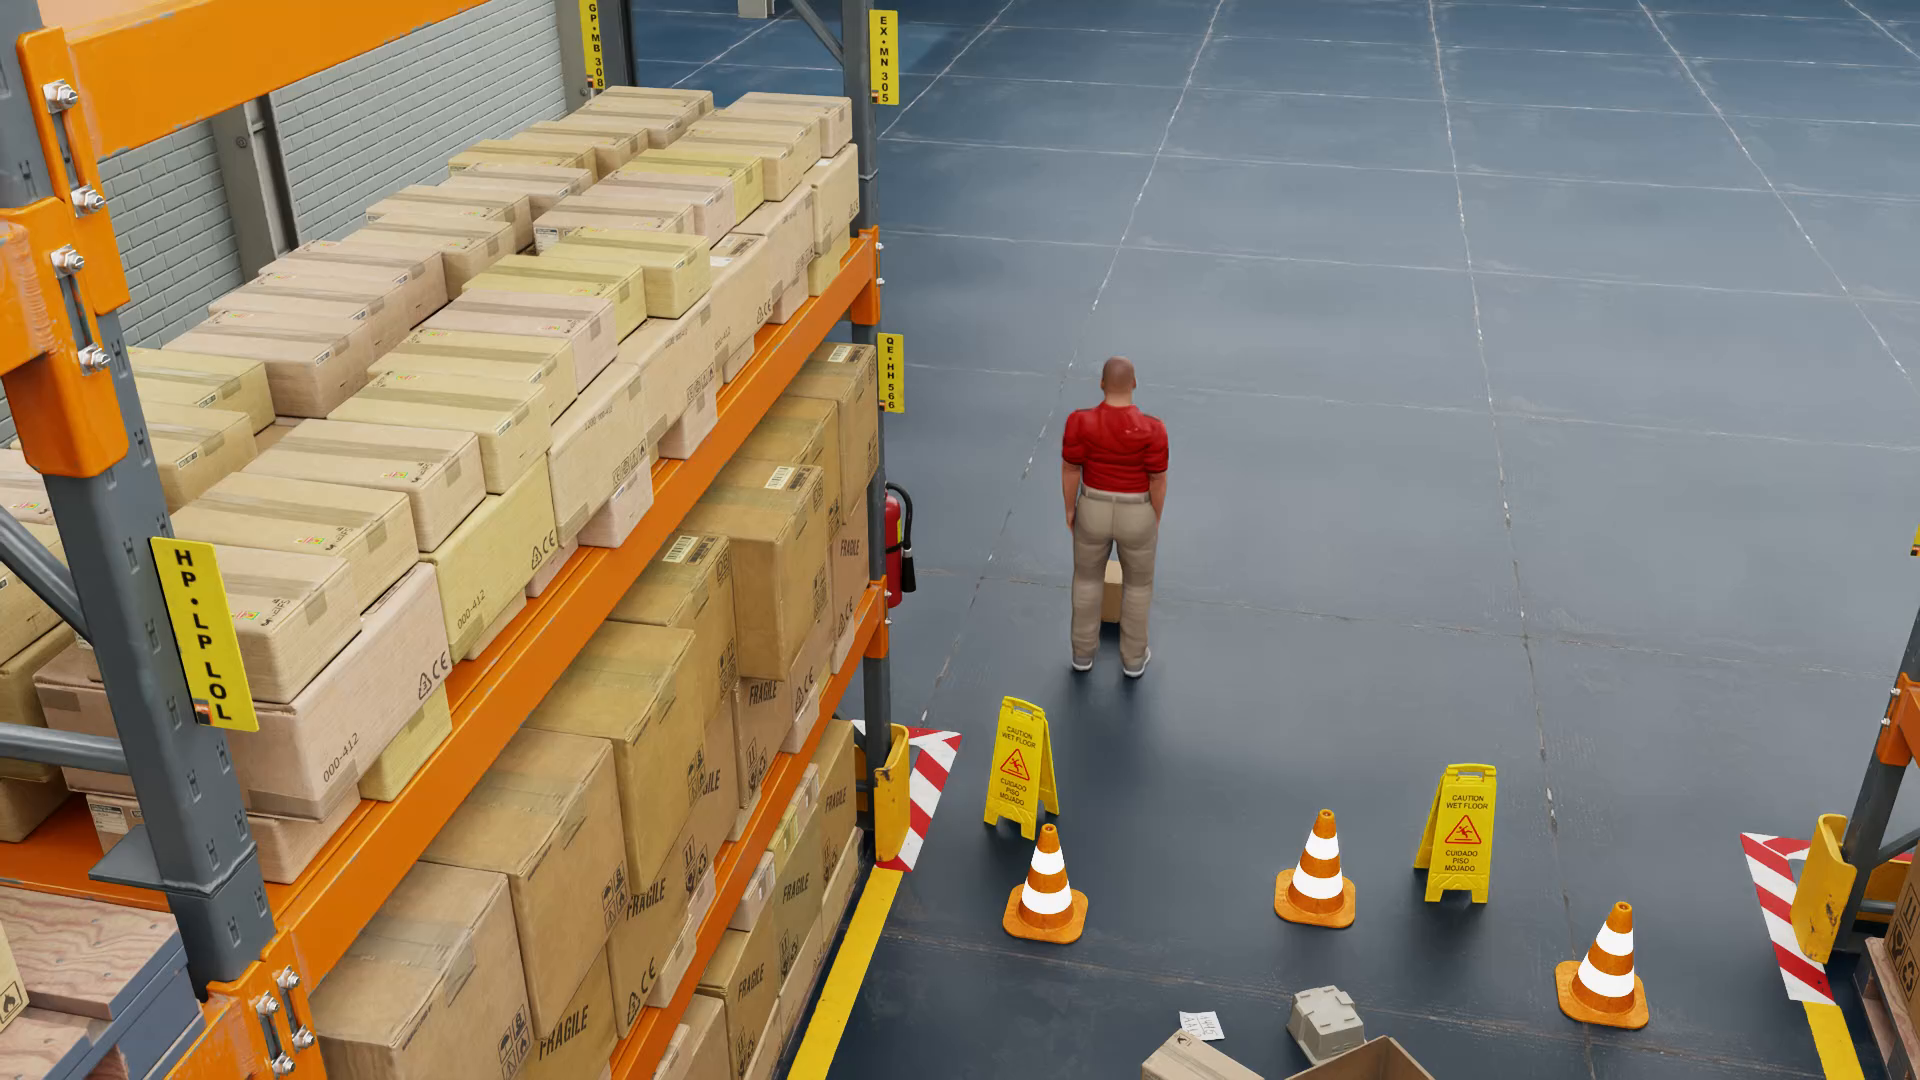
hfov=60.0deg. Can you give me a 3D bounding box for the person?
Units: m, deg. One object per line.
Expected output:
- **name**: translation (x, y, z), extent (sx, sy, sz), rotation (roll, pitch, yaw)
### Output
- **person**: translation (0.772, -0.125, 8.382), extent (0.528, 1.721, 0.360), rotation (6, 29, 12)
